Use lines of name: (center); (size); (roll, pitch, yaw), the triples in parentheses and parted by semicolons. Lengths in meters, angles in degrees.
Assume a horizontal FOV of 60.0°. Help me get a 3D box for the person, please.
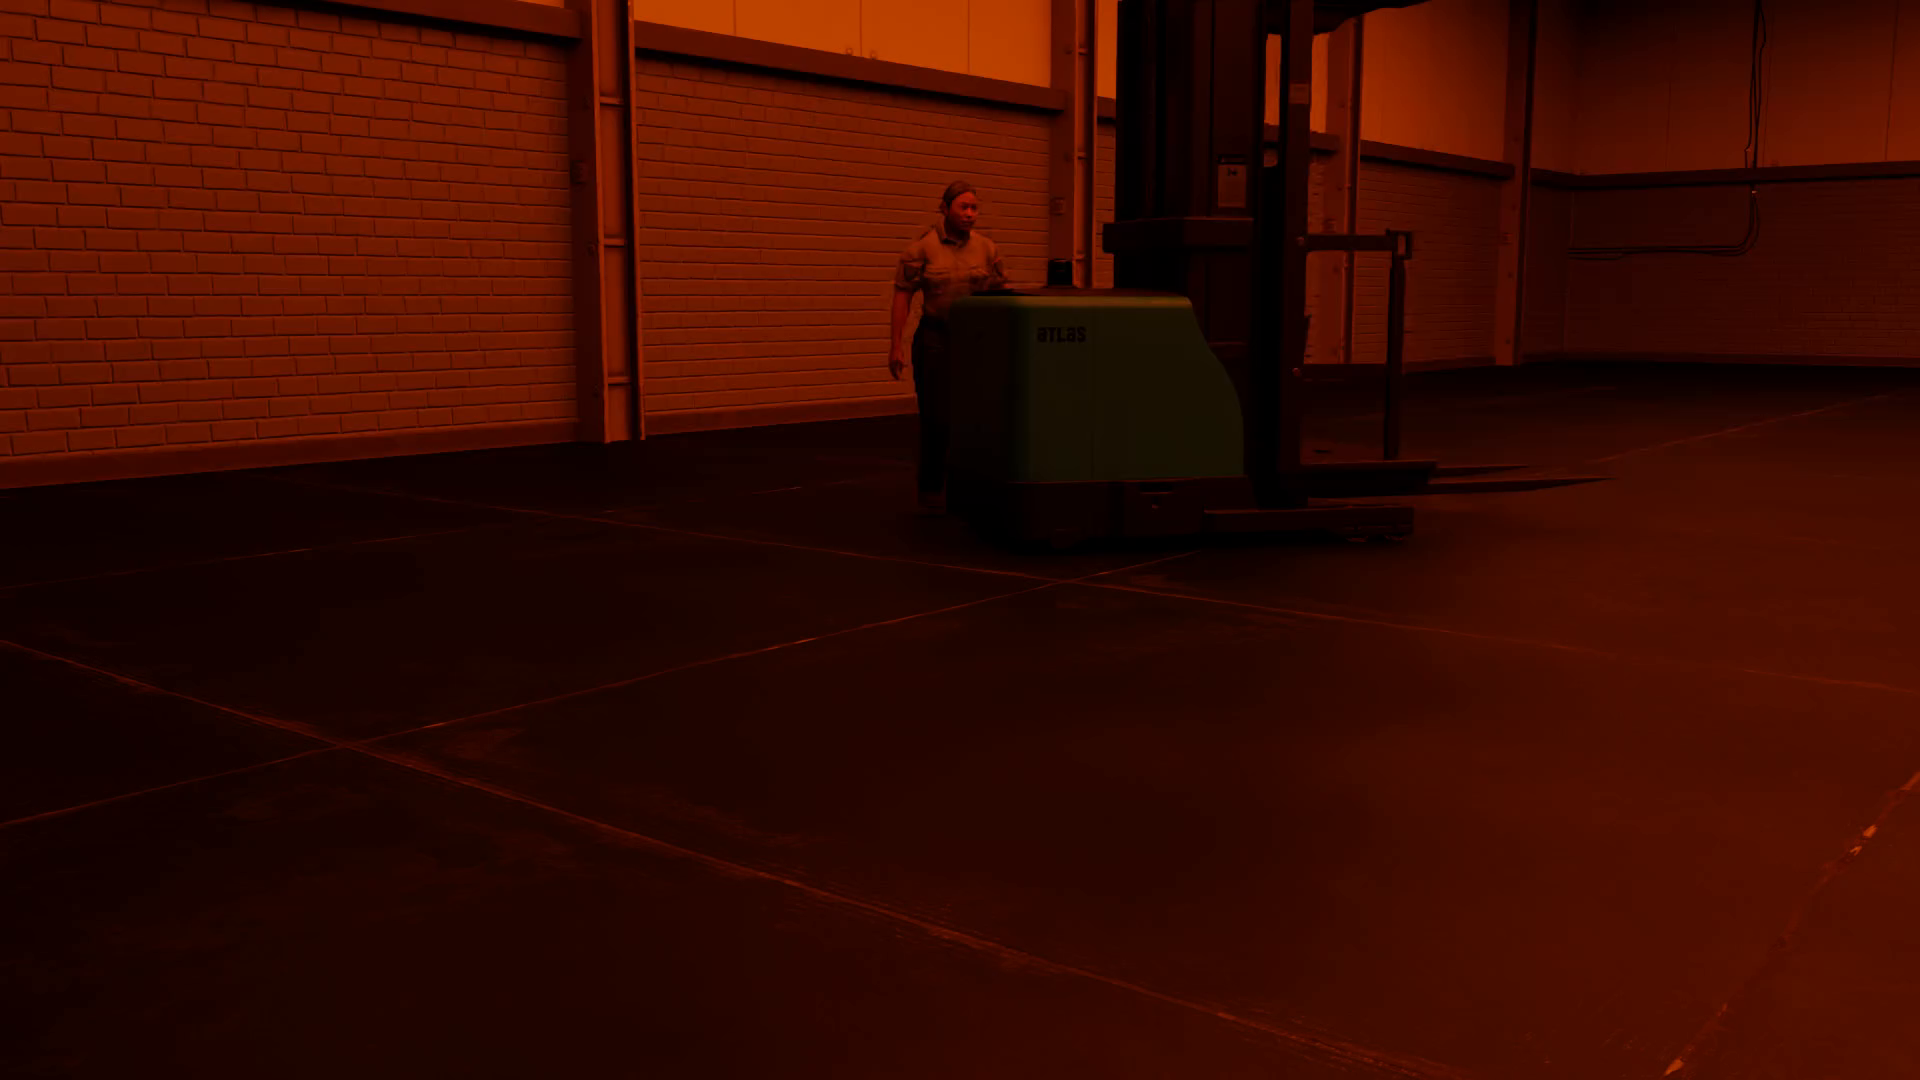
person: (0.016, -0.938, 8.201); (0.740, 1.628, 0.383); (-3, 9, -17)

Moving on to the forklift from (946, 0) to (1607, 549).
forklift: (1.512, -1.507, 7.584); (3.031, 2.935, 1.130); (-2, 9, -16)
